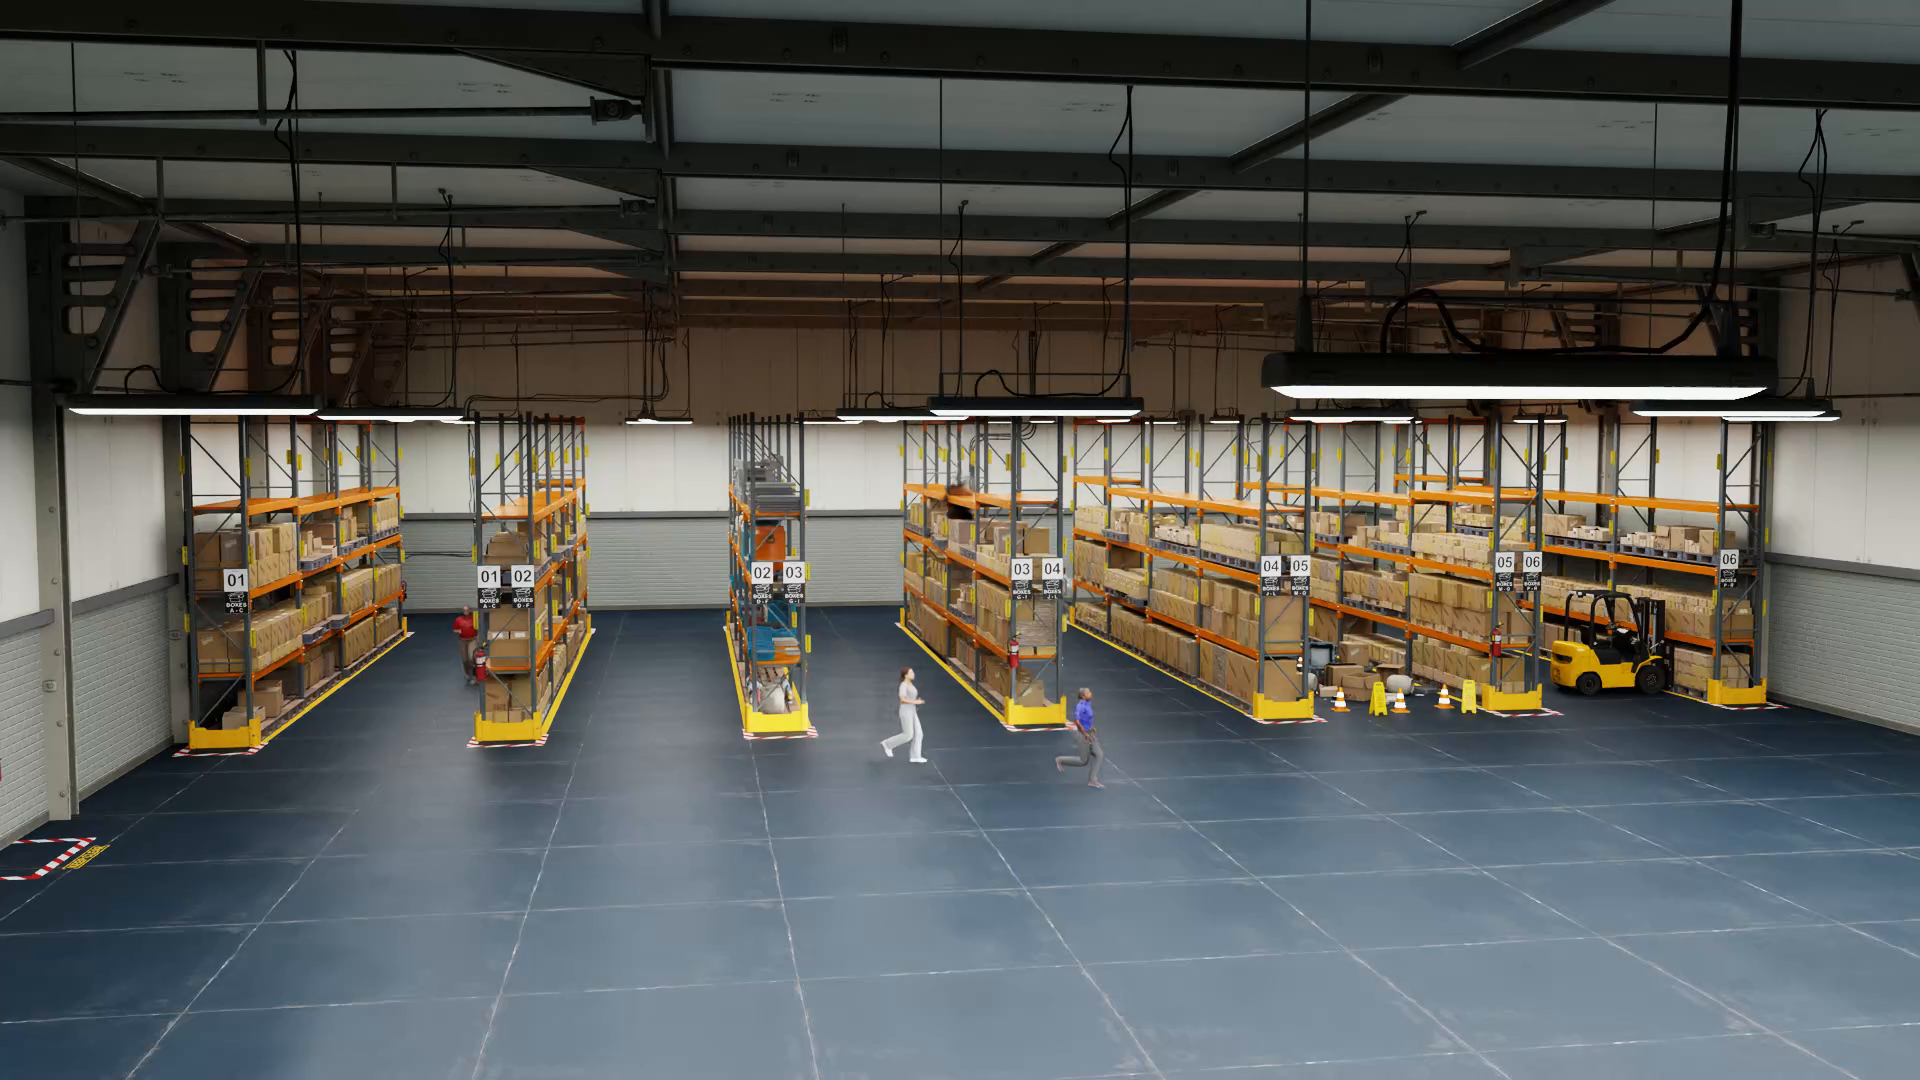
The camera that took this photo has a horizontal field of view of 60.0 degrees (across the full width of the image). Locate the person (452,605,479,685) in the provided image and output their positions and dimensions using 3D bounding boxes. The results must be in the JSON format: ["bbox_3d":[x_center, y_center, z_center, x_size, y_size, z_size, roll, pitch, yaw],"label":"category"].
[{"bbox_3d":[-11.004,2.353,37.159,0.639,1.800,0.795,-1,4,-8],"label":"person"}]

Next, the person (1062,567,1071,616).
[{"bbox_3d":[3.050,1.576,49.515,0.631,1.600,0.606,-1,4,-9],"label":"person"}]

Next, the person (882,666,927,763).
[{"bbox_3d":[-0.932,2.966,28.345,0.794,1.641,0.577,1,4,15],"label":"person"}]

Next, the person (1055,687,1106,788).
[{"bbox_3d":[1.935,3.145,26.457,0.803,1.611,0.552,1,4,20],"label":"person"}]
